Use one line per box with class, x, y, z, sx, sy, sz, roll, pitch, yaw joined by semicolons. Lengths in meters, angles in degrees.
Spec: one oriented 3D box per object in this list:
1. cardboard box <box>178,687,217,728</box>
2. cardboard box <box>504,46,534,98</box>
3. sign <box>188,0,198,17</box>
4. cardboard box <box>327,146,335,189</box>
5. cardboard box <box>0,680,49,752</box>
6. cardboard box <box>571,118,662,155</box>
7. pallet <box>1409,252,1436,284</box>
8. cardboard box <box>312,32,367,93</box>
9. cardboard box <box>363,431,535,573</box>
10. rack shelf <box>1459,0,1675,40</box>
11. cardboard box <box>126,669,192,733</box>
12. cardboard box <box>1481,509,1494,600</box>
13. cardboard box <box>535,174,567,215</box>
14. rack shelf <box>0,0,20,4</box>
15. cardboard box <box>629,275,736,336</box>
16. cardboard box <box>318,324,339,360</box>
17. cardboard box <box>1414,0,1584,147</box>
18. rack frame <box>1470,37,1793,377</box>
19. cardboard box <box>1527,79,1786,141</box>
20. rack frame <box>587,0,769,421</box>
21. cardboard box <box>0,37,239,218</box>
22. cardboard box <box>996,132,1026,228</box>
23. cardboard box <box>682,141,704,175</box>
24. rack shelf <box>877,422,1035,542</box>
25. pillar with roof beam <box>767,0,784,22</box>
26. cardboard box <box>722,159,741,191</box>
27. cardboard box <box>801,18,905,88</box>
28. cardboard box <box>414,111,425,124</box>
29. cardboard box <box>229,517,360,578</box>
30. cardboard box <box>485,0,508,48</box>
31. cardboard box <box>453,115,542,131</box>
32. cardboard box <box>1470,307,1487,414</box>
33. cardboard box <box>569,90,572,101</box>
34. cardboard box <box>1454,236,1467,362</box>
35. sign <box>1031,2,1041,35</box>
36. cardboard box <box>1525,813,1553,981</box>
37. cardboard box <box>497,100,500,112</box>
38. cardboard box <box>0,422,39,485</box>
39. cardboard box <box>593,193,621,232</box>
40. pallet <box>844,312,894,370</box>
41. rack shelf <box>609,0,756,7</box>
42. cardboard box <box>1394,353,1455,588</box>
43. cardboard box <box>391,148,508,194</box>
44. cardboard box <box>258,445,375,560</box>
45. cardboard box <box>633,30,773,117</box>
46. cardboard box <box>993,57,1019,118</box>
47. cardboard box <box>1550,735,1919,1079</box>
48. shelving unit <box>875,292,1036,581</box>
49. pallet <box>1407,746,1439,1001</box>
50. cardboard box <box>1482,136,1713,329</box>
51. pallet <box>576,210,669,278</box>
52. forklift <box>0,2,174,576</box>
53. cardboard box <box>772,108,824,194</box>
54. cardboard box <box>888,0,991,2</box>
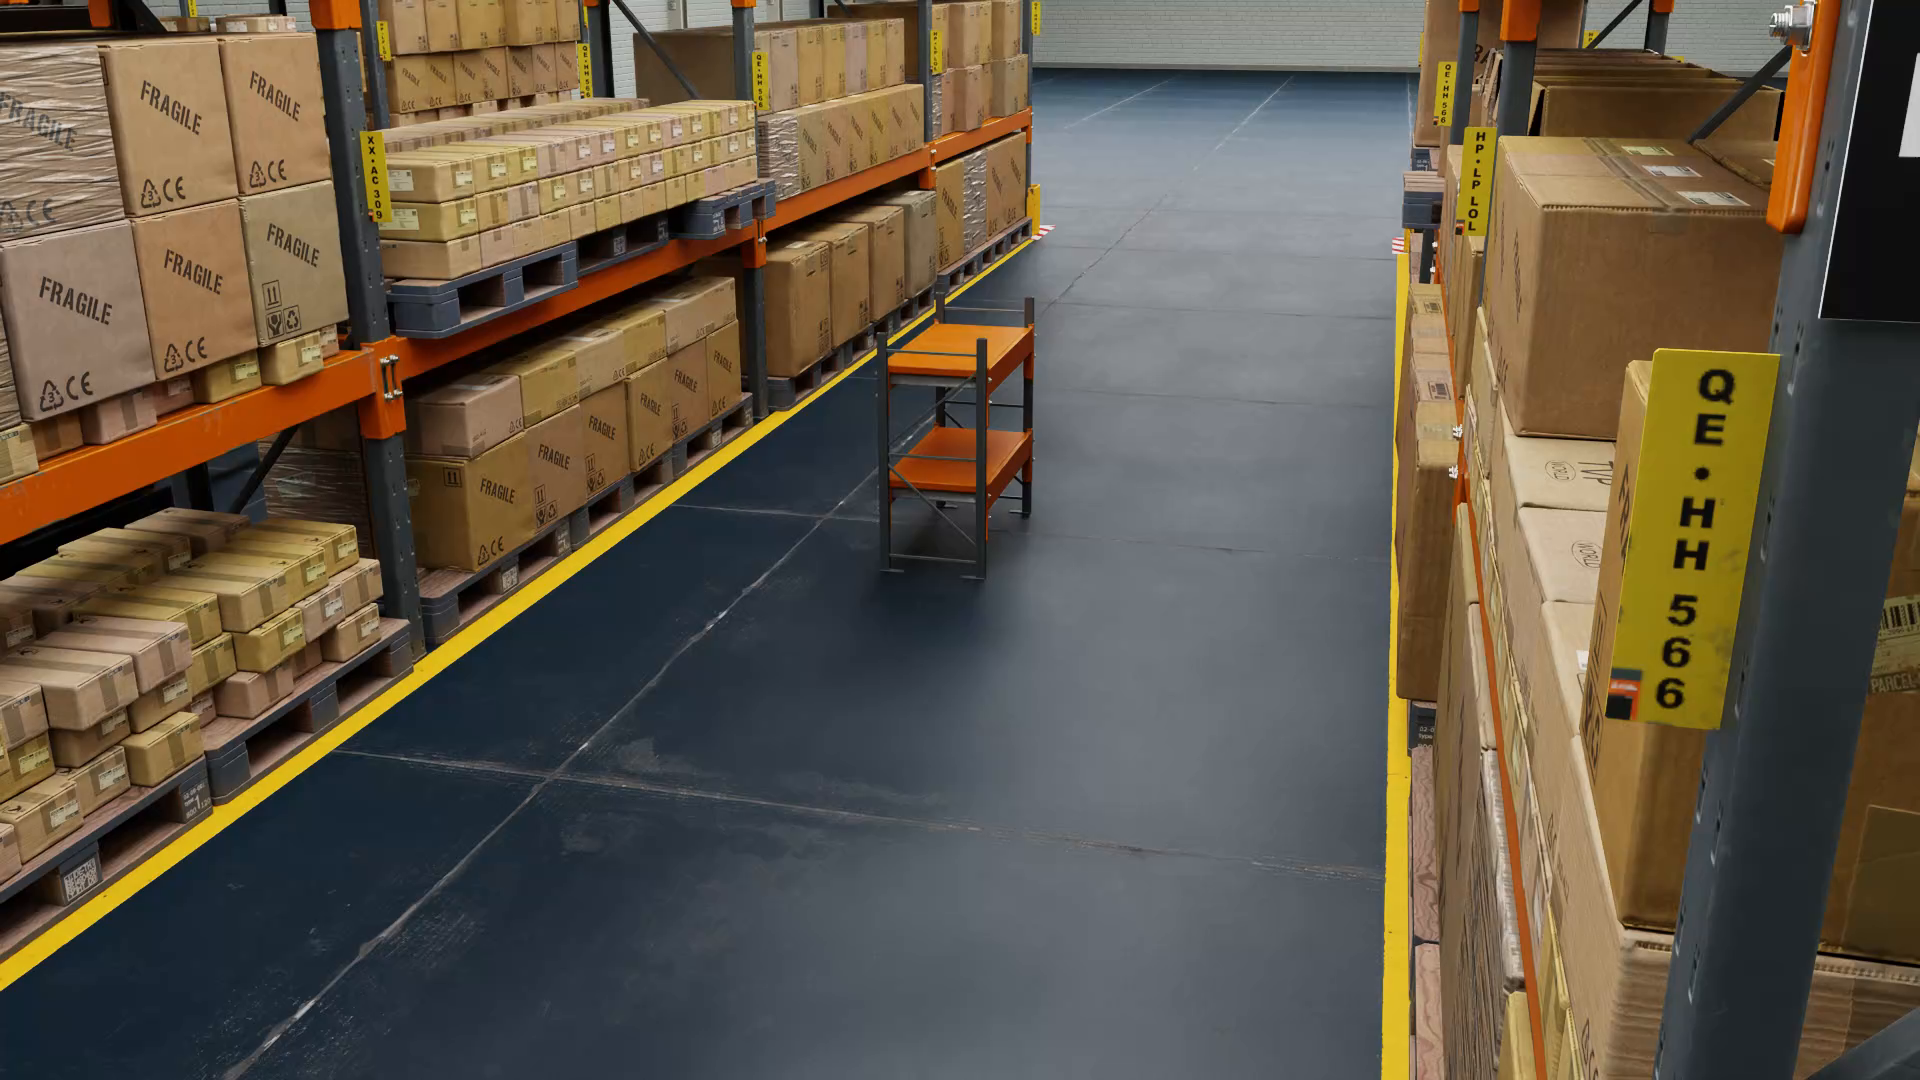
cardboard box;-2.773;0.570;5.638;0.380;0.149;0.250;4;19;12
cardboard box;-4.689;-4.769;16.894;0.500;0.500;0.500;5;19;13
sign;-8.863;-6.090;19.218;0.100;0.325;0.005;5;19;13
cardboard box;-2.705;-1.552;6.911;0.380;0.149;0.250;4;19;12
cardboard box;-2.927;0.519;4.867;0.380;0.149;0.250;5;19;14
cardboard box;-1.694;-1.986;8.179;0.380;0.149;0.250;6;20;16
pallet;4.487;-2.327;14.673;1.003;0.211;1.213;5;19;13
cardboard box;-5.439;-4.056;14.157;0.500;0.500;0.500;4;19;12
cardboard box;-2.241;-0.192;7.327;0.500;0.500;0.500;5;20;16
rack shelf;2.595;-2.248;6.601;1.077;0.370;4.000;5;19;13
cardboard box;-2.749;0.491;5.409;0.380;0.149;0.250;5;20;15
cardboard box;1.396;0.049;3.791;0.380;0.149;0.250;5;19;14
cardboard box;-1.949;-1.517;7.267;0.380;0.149;0.250;4;19;11
rack shelf;-7.014;-3.031;8.892;1.077;0.370;4.000;5;19;13
cardboard box;-1.614;-1.355;9.571;0.500;0.250;0.500;4;19;12
cardboard box;-2.521;-0.739;6.098;0.380;0.149;0.250;4;19;13
cardboard box;3.731;-3.294;11.614;1.000;1.000;1.000;5;19;14
rack frame;2.107;-0.542;5.134;1.000;3.000;0.127;5;19;13
cardboard box;2.255;-1.265;5.544;0.797;0.503;0.637;4;19;12
rack frame;-1.701;-2.219;10.044;1.000;3.000;0.127;5;19;13
cardboard box;-2.652;-1.296;5.178;0.500;0.500;0.500;4;19;12
cardboard box;0.152;-3.702;17.023;0.875;0.875;0.875;5;19;14
cardboard box;-1.567;-2.004;8.693;0.380;0.149;0.250;5;19;14
rack shelf;-0.002;-0.299;8.079;0.538;0.278;1.000;5;19;13
pillar with roof beam;-0.391;-15.351;39.209;9.100;9.000;0.400;5;19;13
cardboard box;-1.438;-2.031;9.231;0.380;0.149;0.250;5;19;13
cardboard box;-0.839;-3.837;13.080;0.700;0.500;0.500;4;19;12
cardboard box;-5.149;-3.870;15.266;0.380;0.149;0.250;5;20;15
cardboard box;-2.513;0.035;6.284;0.380;0.149;0.250;5;20;15
cardboard box;-4.897;-5.098;16.312;0.700;0.500;0.500;5;19;13
cardboard box;-2.321;-2.039;8.335;0.380;0.149;0.250;5;20;15
cardboard box;1.738;-0.485;4.740;0.500;0.250;0.500;4;19;12
cardboard box;-4.455;-4.833;18.085;0.380;0.149;0.250;5;20;15
cardboard box;2.084;-0.912;6.063;0.500;0.500;0.500;5;20;15
sign;0.776;-5.340;17.022;0.100;0.325;0.005;5;19;13
cardboard box;1.022;0.532;2.377;0.380;0.149;0.250;5;19;14
cardboard box;-4.848;-4.355;16.687;0.380;0.149;0.250;5;19;13
cardboard box;-2.833;-0.243;4.647;0.380;0.149;0.250;5;19;14
cardboard box;-1.822;-1.542;7.801;0.380;0.149;0.250;4;19;12
pallet;-1.135;-1.522;12.317;1.003;0.211;1.213;5;19;13
rack shelf;-1.212;-3.925;11.511;1.077;0.370;4.000;5;19;13
cardboard box;2.461;-0.218;6.822;1.225;0.875;0.875;4;19;11
cardboard box;-2.074;-1.502;6.763;0.380;0.149;0.250;5;20;15
cardboard box;-2.742;-0.233;7.447;0.500;0.500;0.500;4;19;12
cardboard box;-1.582;-2.880;10.276;0.700;0.500;0.500;5;19;13
cardboard box;0.094;-4.504;16.500;0.875;0.550;0.550;5;19;13
cardboard box;0.990;0.469;1.946;0.500;0.250;0.500;4;19;13
shelving unit;-0.002;-0.530;8.000;0.538;1.125;1.048;5;19;13
pallet;1.845;1.010;4.905;1.003;0.211;1.213;5;19;13
cardboard box;1.742;-0.837;4.609;0.500;0.500;0.500;5;19;13
pallet;-2.145;-1.505;8.249;1.003;0.211;1.213;5;19;13
forklift;-4.667;-1.449;7.895;1.130;2.935;3.031;5;19;14
cardboard box;-1.208;-2.546;10.845;0.500;0.500;0.500;4;19;13
cardboard box;-0.188;-4.851;15.847;0.875;0.550;0.550;5;19;13
